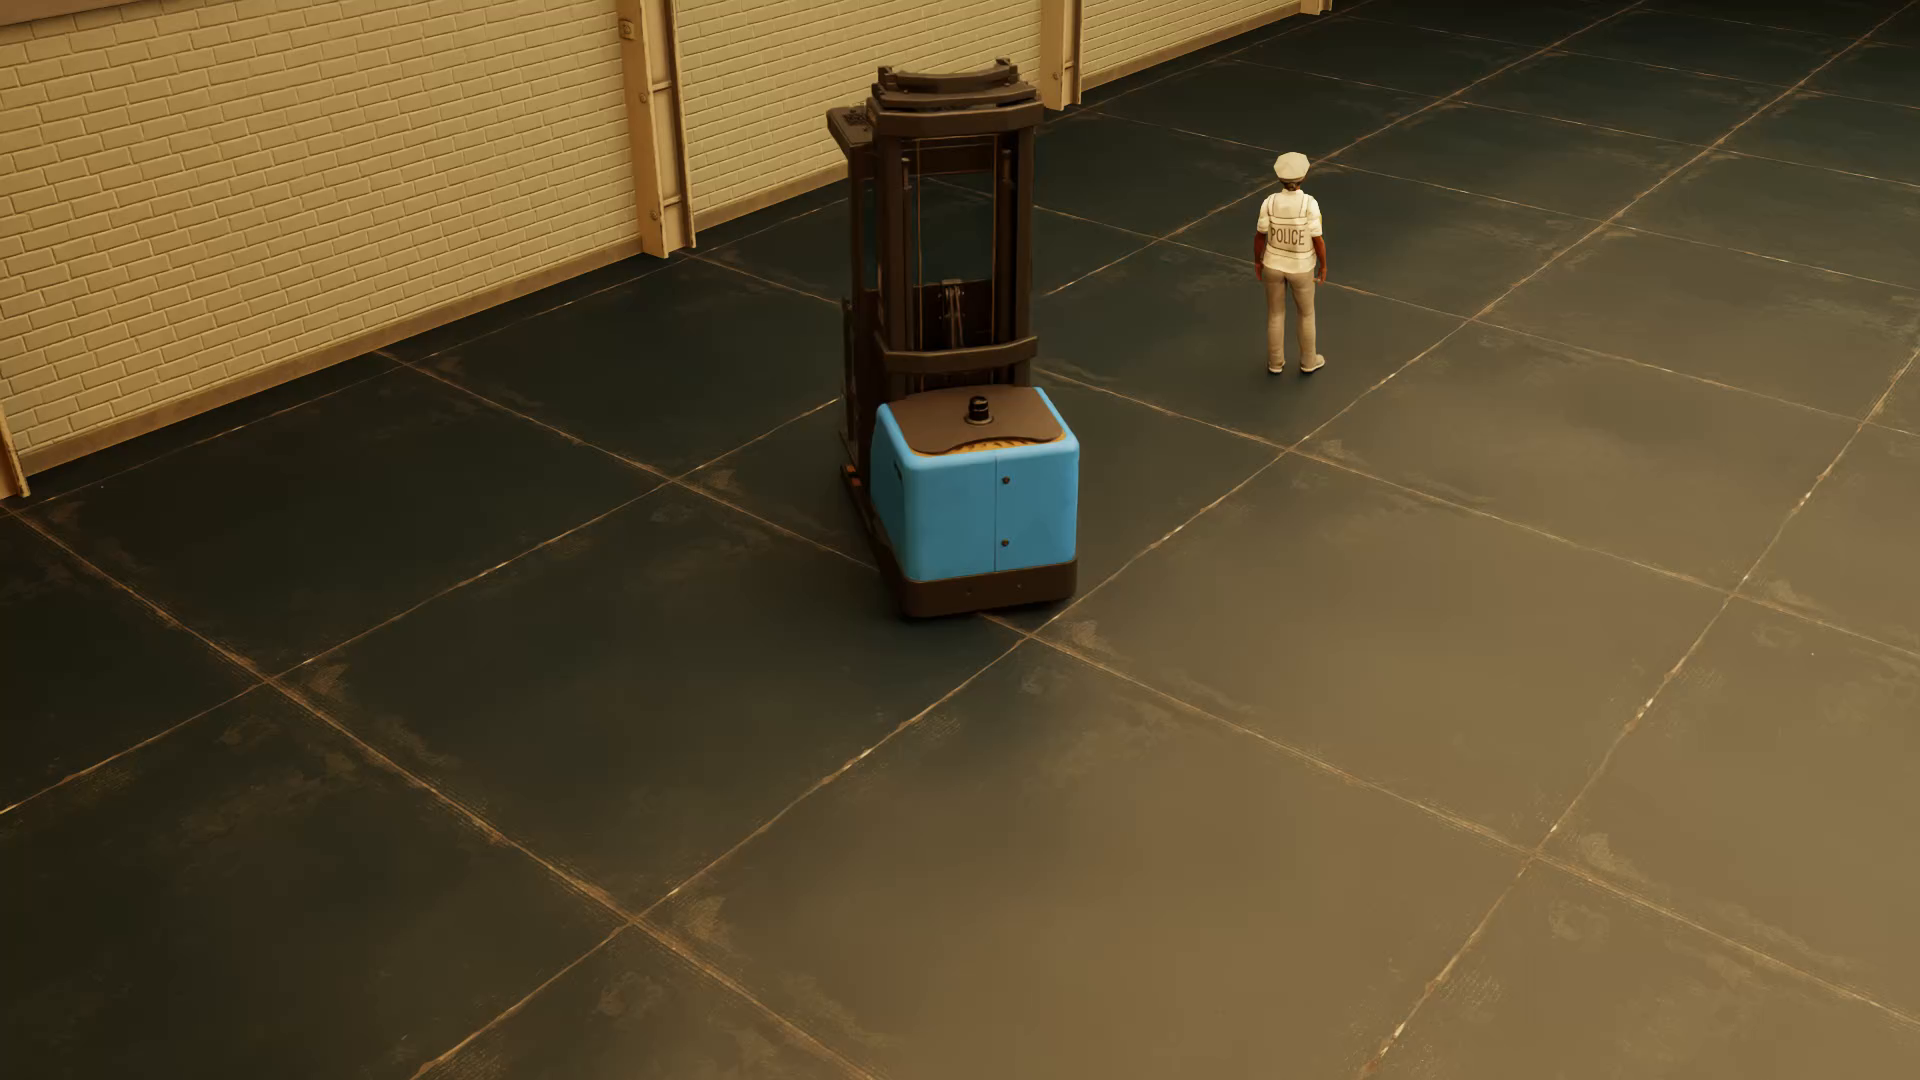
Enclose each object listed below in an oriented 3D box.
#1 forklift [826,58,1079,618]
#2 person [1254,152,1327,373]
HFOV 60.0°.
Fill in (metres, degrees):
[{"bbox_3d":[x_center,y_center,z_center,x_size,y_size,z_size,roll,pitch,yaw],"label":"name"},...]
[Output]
[{"bbox_3d":[-0.171,-1.548,10.244,1.130,2.935,3.031,-7,31,-12],"label":"forklift"},{"bbox_3d":[2.465,-2.047,12.309,0.568,1.696,0.529,12,33,20],"label":"person"}]
